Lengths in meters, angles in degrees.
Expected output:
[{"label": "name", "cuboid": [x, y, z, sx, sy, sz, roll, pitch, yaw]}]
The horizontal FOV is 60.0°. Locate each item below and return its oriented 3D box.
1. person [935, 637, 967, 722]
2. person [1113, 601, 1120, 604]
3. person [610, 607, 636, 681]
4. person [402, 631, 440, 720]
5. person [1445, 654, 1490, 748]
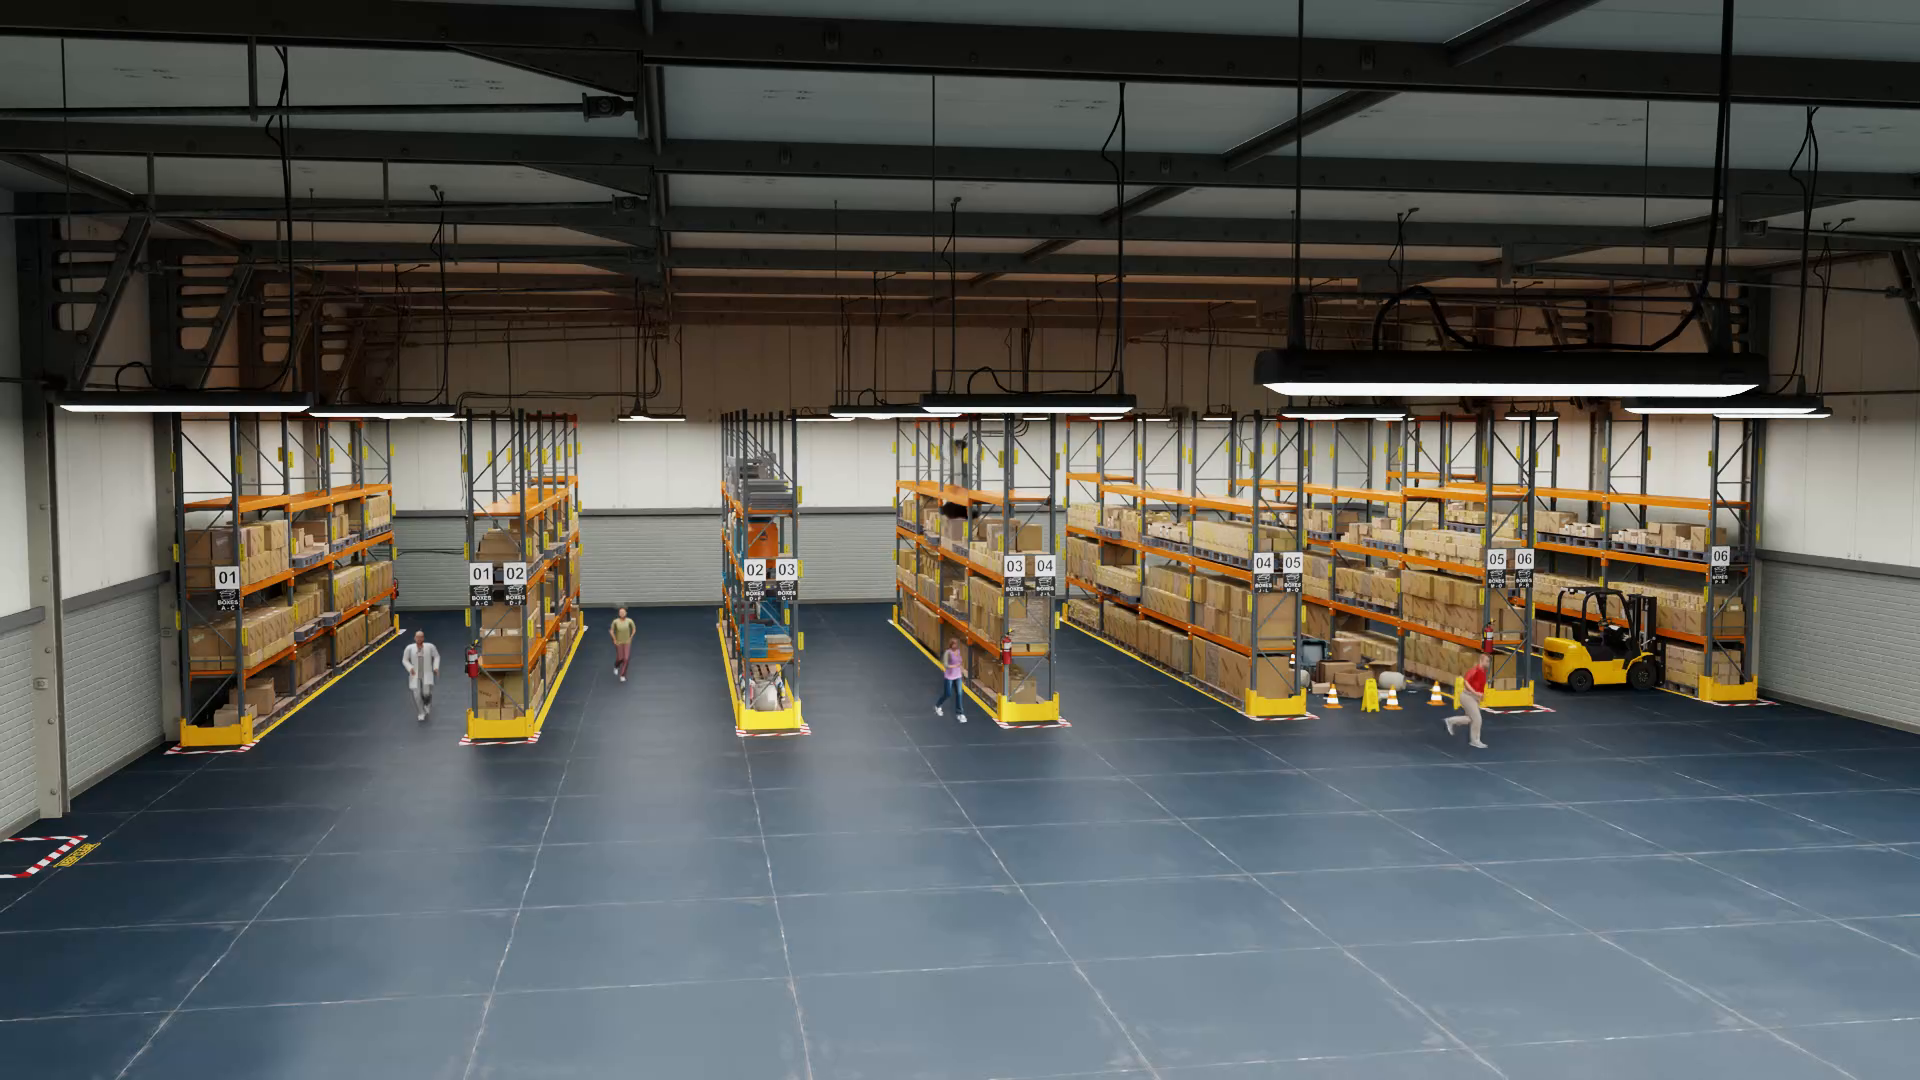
[{"label": "person", "cuboid": [-0.165, 2.664, 32.026, 0.534, 1.593, 0.890, -3, 5, -38]}, {"label": "person", "cuboid": [4.846, 1.301, 51.039, 0.687, 1.728, 0.699, -3, 5, -38]}, {"label": "person", "cuboid": [-7.534, 2.318, 37.239, 0.574, 1.639, 0.583, -1, 4, -16]}, {"label": "person", "cuboid": [-10.405, 2.622, 32.113, 0.694, 1.730, 0.655, -1, 4, -16]}, {"label": "person", "cuboid": [9.011, 2.843, 29.582, 0.825, 1.681, 0.638, 4, 5, 41]}]
